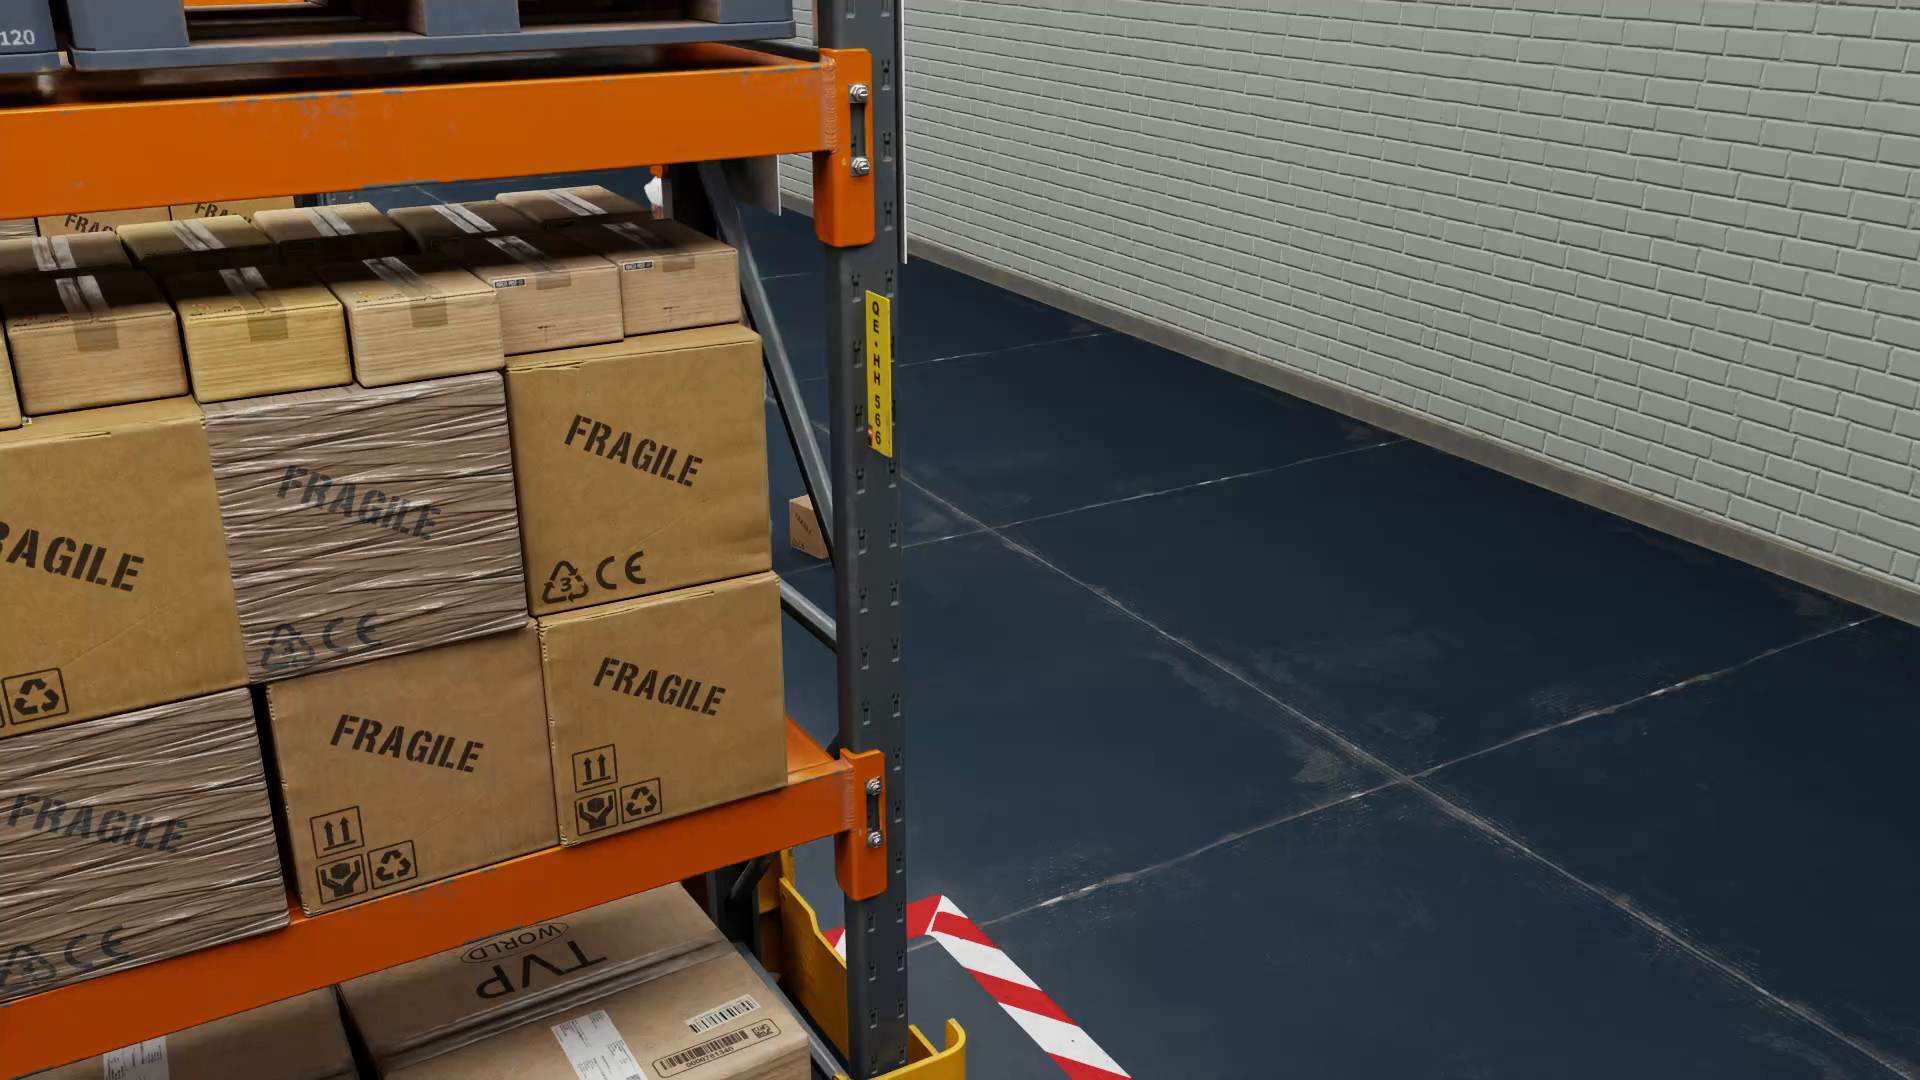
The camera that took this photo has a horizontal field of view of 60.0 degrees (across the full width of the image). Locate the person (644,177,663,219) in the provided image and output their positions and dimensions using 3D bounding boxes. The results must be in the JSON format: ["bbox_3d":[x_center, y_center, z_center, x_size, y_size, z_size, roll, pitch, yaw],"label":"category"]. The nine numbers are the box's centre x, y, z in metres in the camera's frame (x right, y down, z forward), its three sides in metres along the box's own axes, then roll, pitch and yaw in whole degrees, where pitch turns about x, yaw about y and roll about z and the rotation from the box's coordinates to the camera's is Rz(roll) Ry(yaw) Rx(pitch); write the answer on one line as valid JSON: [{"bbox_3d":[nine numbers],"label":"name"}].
[{"bbox_3d":[-1.430,-0.959,8.398,0.540,1.779,0.578,19,29,40],"label":"person"}]
